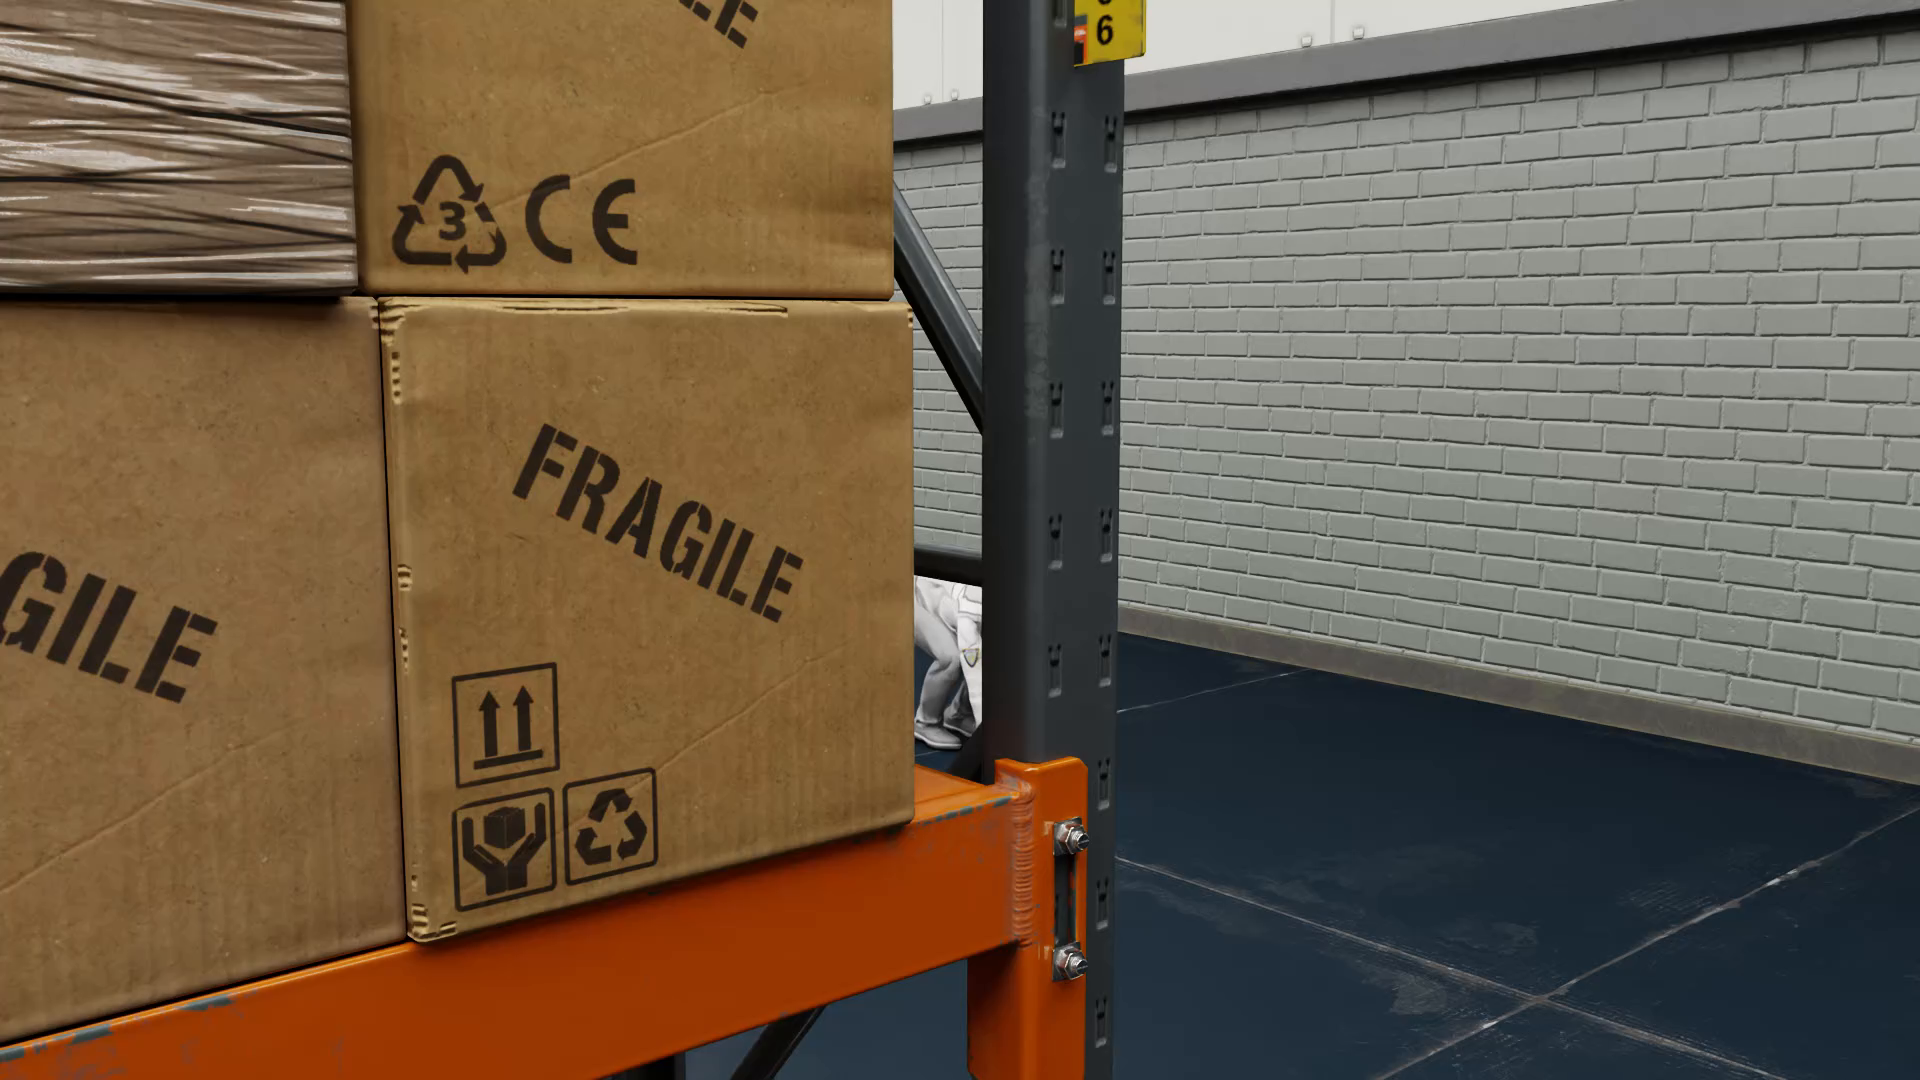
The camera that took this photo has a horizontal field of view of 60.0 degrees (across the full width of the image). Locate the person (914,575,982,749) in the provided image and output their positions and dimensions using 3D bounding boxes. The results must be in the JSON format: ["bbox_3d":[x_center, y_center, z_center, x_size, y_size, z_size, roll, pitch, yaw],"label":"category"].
[{"bbox_3d":[0.059,0.488,7.003,0.461,0.812,0.902,-7,10,-43],"label":"person"}]
